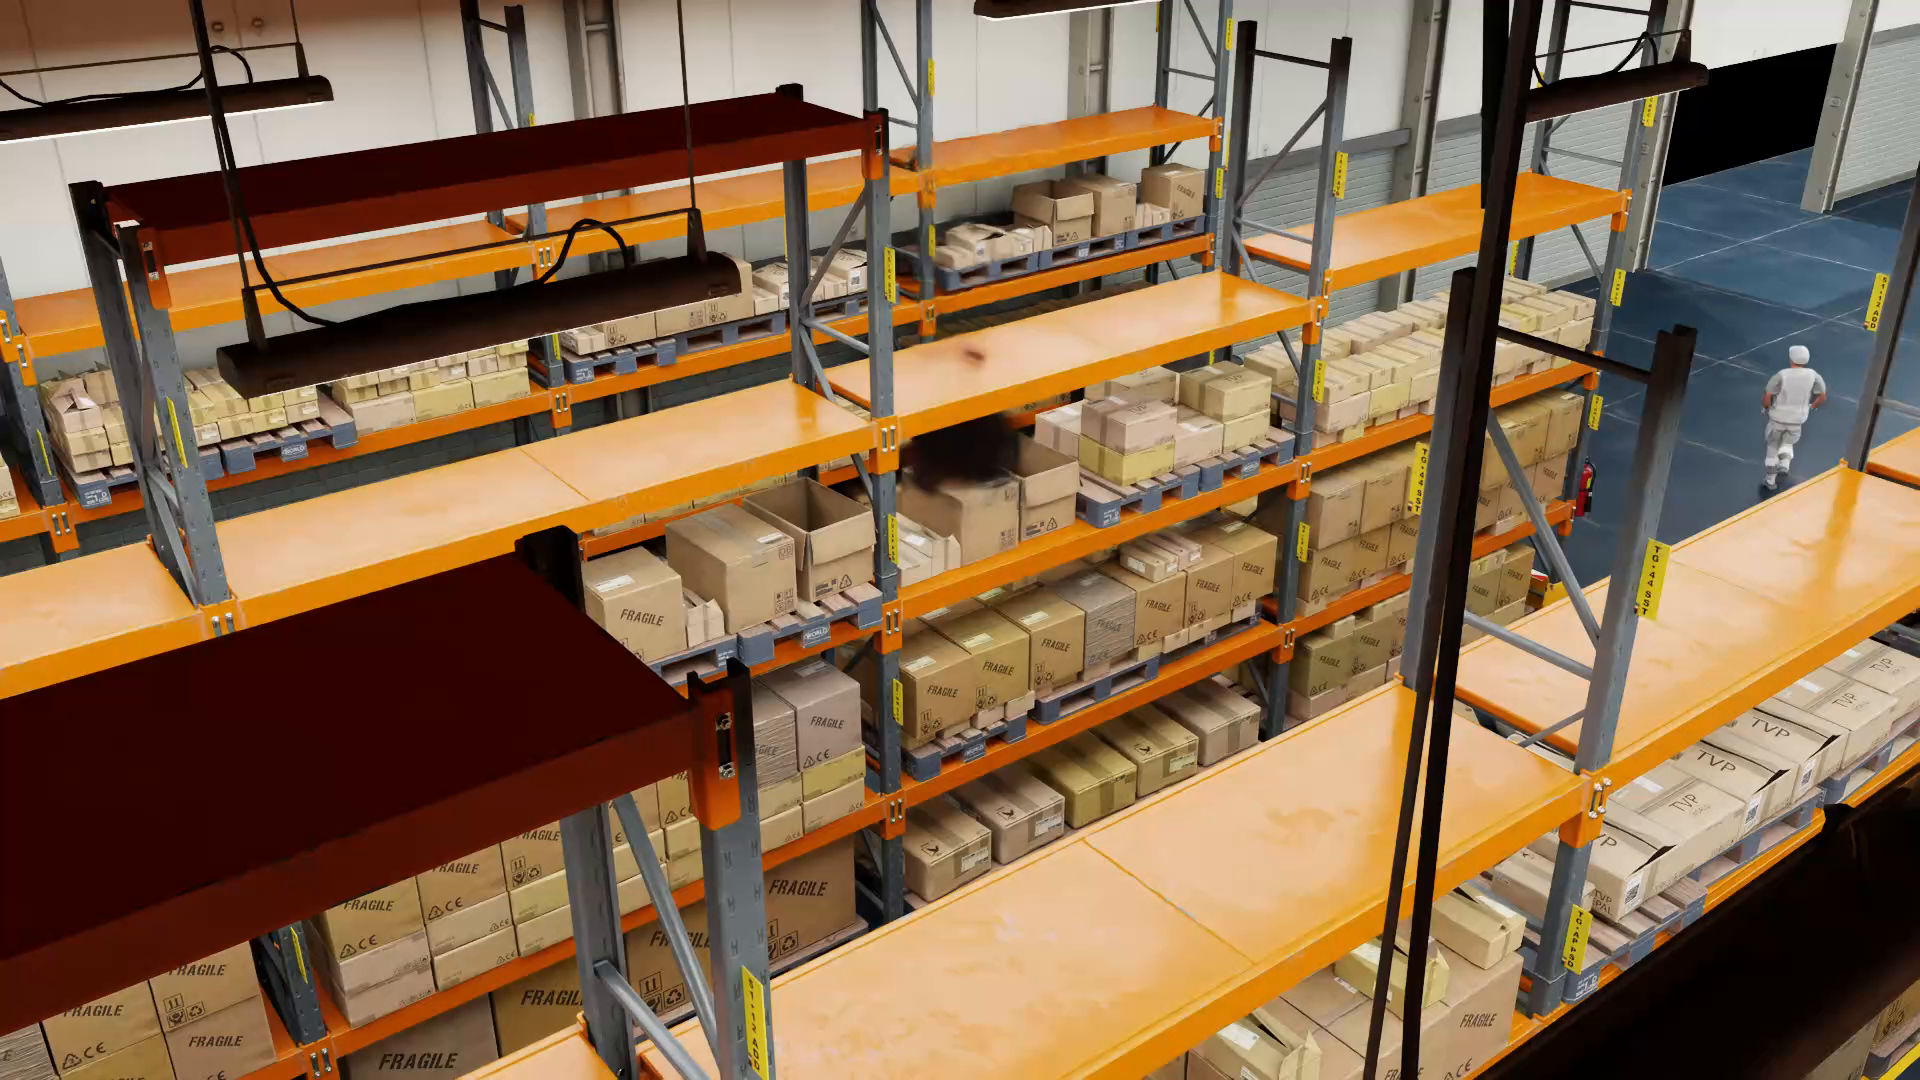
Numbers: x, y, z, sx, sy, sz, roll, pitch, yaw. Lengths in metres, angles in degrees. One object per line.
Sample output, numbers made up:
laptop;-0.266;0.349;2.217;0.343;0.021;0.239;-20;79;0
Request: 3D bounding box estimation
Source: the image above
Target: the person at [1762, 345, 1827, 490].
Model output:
person;9.432;-1.372;18.945;0.653;1.748;0.560;6;27;12
